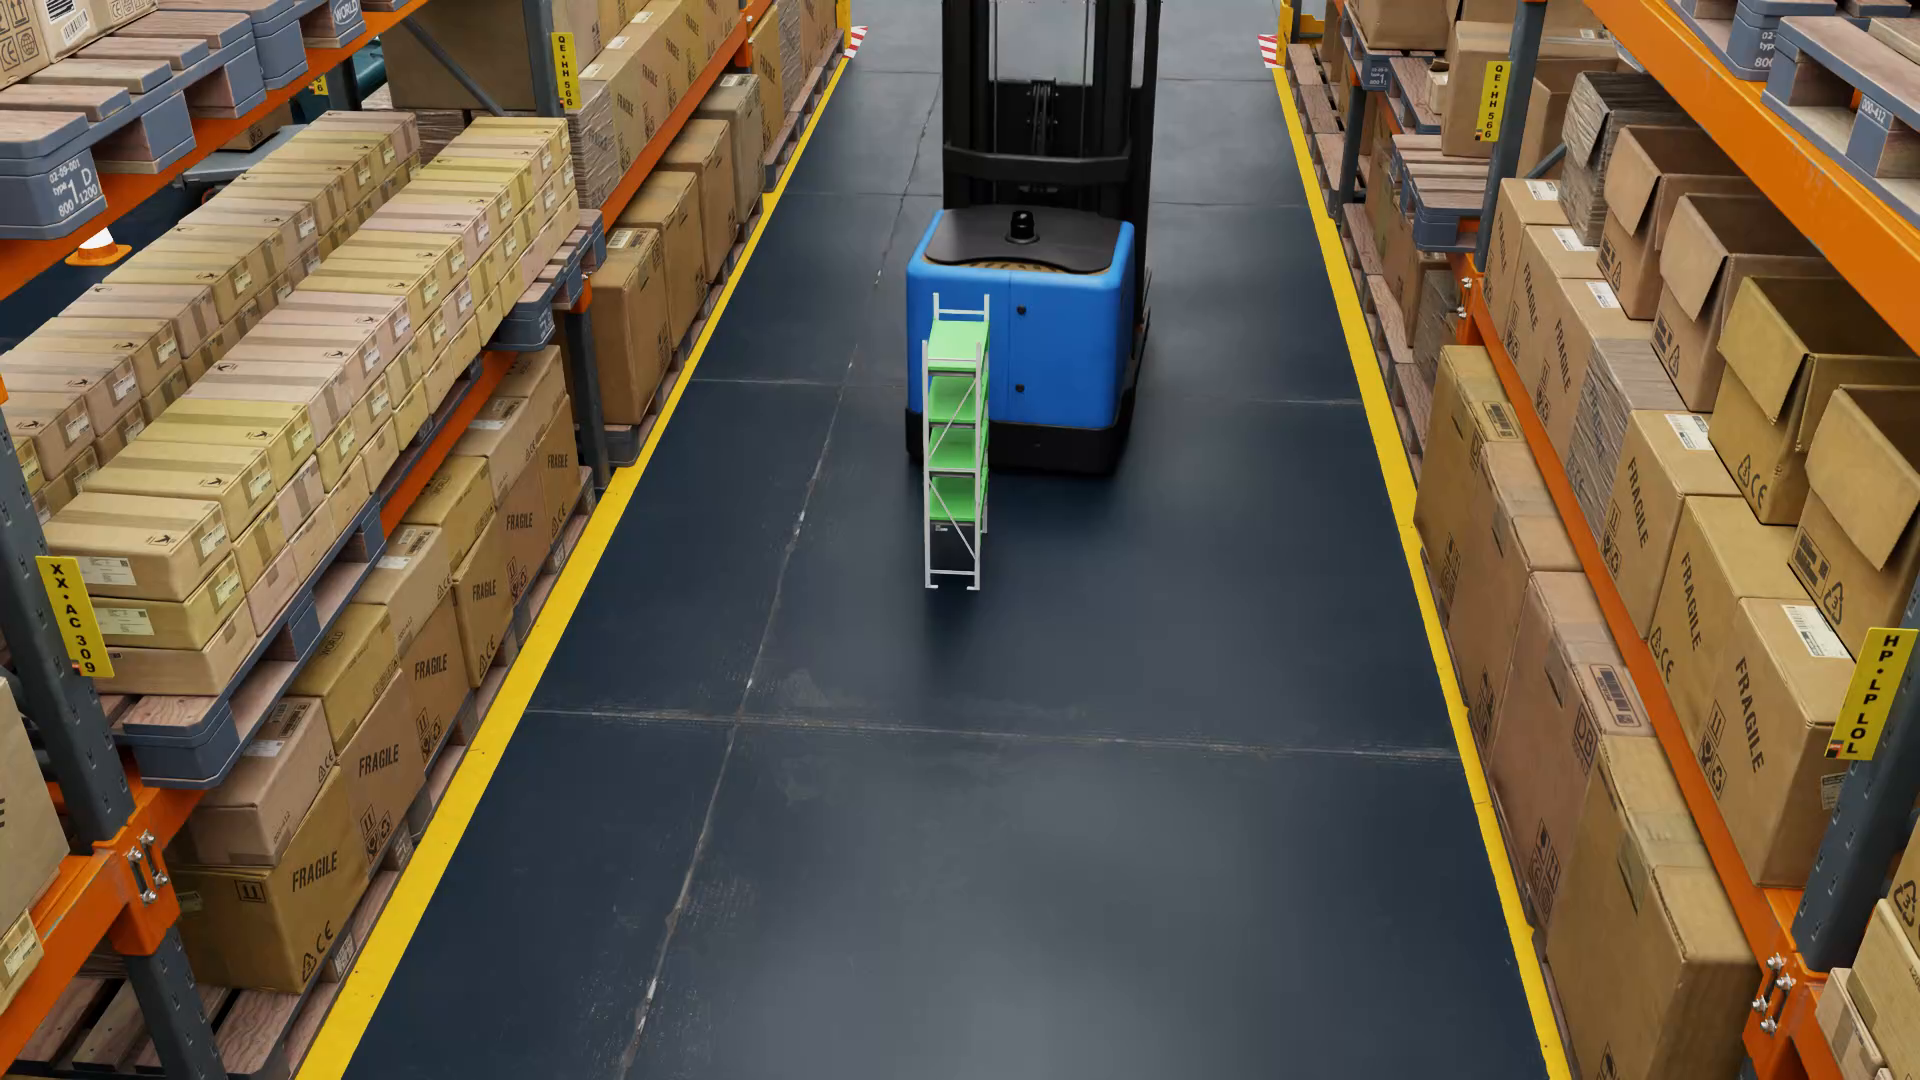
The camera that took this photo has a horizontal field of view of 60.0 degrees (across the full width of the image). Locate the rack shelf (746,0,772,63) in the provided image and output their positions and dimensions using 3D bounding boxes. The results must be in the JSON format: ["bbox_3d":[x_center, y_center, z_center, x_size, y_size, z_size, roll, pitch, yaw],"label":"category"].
[{"bbox_3d":[-1.740,-4.396,12.711,1.077,0.370,4.000,2,32,4],"label":"rack shelf"}]

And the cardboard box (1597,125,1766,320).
[{"bbox_3d":[2.575,-1.048,5.540,0.797,0.503,0.637,3,32,5],"label":"cardboard box"}]

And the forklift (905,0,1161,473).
[{"bbox_3d":[0.496,-2.337,8.748,1.130,2.935,3.031,5,32,9],"label":"forklift"}]

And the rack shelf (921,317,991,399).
[{"bbox_3d":[-0.013,-0.778,7.076,0.258,0.148,0.480,2,32,4],"label":"rack shelf"}]

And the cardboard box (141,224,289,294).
[{"bbox_3d":[-2.565,-0.970,5.736,0.380,0.149,0.250,3,32,5],"label":"cardboard box"}]

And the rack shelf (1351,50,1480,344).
[{"bbox_3d":[2.869,-2.040,8.887,1.077,0.370,4.000,2,32,4],"label":"rack shelf"}]

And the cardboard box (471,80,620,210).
[{"bbox_3d":[-1.923,-1.831,7.767,0.500,0.500,0.500,3,32,5],"label":"cardboard box"}]

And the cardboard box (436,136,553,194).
[{"bbox_3d":[-1.834,-1.483,6.570,0.380,0.149,0.250,2,32,3],"label":"cardboard box"}]

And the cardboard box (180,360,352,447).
[{"bbox_3d":[-2.001,-0.396,4.805,0.380,0.149,0.250,2,32,3],"label":"cardboard box"}]

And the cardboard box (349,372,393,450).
[{"bbox_3d":[-1.984,-0.406,5.106,0.380,0.149,0.250,4,32,6],"label":"cardboard box"}]

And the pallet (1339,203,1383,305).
[{"bbox_3d":[2.970,-1.798,10.466,1.003,0.211,1.213,2,32,4],"label":"pallet"}]

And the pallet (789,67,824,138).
[{"bbox_3d":[-1.666,-3.504,13.234,1.003,0.211,1.213,2,32,4],"label":"pallet"}]

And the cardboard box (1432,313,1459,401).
[{"bbox_3d":[2.741,-0.775,8.112,0.700,0.500,0.500,1,32,1],"label":"cardboard box"}]

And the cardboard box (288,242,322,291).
[{"bbox_3d":[-2.548,-0.976,6.030,0.380,0.149,0.250,3,32,4],"label":"cardboard box"}]

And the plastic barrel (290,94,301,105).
[{"bbox_3d":[-5.178,-3.666,13.295,0.512,0.421,0.421,27,41,37],"label":"plastic barrel"}]

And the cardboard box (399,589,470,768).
[{"bbox_3d":[-2.159,0.485,6.086,0.500,0.500,0.500,3,32,5],"label":"cardboard box"}]

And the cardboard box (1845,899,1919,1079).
[{"bbox_3d":[2.082,0.963,3.188,0.500,0.250,0.500,2,32,3],"label":"cardboard box"}]

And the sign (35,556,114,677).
[{"bbox_3d":[-2.013,0.177,3.779,0.100,0.325,0.005,2,32,4],"label":"sign"}]

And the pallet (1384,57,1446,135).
[{"bbox_3d":[2.827,-2.256,8.734,1.003,0.211,1.213,2,32,4],"label":"pallet"}]

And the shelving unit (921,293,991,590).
[{"bbox_3d":[-0.013,-0.424,7.295,0.258,1.200,0.503,2,32,4],"label":"shelving unit"}]

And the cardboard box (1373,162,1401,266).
[{"bbox_3d":[2.903,-1.947,10.013,0.700,0.500,0.500,2,32,4],"label":"cardboard box"}]

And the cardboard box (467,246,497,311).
[{"bbox_3d":[-1.897,-0.948,5.984,0.380,0.149,0.250,2,32,4],"label":"cardboard box"}]

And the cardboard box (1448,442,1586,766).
[{"bbox_3d":[2.549,0.251,6.109,1.225,0.875,0.875,3,32,4],"label":"cardboard box"}]

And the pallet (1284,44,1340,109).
[{"bbox_3d":[3.250,-3.834,13.769,1.003,0.211,1.213,2,32,4],"label":"pallet"}]

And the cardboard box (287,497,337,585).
[{"bbox_3d":[-2.023,-0.008,4.742,0.380,0.149,0.250,3,32,4],"label":"cardboard box"}]

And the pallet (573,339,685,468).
[{"bbox_3d":[-2.089,-0.787,8.826,1.003,0.211,1.213,2,32,4],"label":"pallet"}]

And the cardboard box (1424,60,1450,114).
[{"bbox_3d":[2.573,-2.306,8.360,0.396,0.266,0.258,2,32,3],"label":"cardboard box"}]

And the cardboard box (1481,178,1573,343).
[{"bbox_3d":[2.396,-1.101,6.581,0.500,0.500,0.500,3,32,5],"label":"cardboard box"}]

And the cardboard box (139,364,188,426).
[{"bbox_3d":[-2.635,-0.435,5.153,0.380,0.149,0.250,1,32,1],"label":"cardboard box"}]

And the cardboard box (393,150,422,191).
[{"bbox_3d":[-2.468,-1.520,6.912,0.380,0.149,0.250,4,32,6],"label":"cardboard box"}]

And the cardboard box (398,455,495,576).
[{"bbox_3d":[-2.110,-0.101,6.322,0.500,0.250,0.500,3,32,5],"label":"cardboard box"}]

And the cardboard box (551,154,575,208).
[{"bbox_3d":[-1.815,-1.486,6.858,0.380,0.149,0.250,3,32,5],"label":"cardboard box"}]

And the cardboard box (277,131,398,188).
[{"bbox_3d":[-2.479,-1.516,6.624,0.380,0.149,0.250,2,32,3],"label":"cardboard box"}]

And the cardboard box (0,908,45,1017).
[{"bbox_3d":[-2.257,0.932,3.618,0.380,0.149,0.250,2,32,3],"label":"cardboard box"}]

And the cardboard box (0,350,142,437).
[{"bbox_3d":[-2.651,-0.430,4.861,0.380,0.149,0.250,2,32,4],"label":"cardboard box"}]

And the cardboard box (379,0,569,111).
[{"bbox_3d":[-2.182,-2.268,7.522,0.700,0.500,0.500,2,32,4],"label":"cardboard box"}]

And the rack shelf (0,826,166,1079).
[{"bbox_3d":[-2.717,1.878,2.529,1.077,0.370,4.000,2,32,4],"label":"rack shelf"}]

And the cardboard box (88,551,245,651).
[{"bbox_3d":[-2.064,0.142,4.217,0.380,0.149,0.250,3,32,5],"label":"cardboard box"}]

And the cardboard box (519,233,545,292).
[{"bbox_3d":[-1.853,-1.095,6.507,0.380,0.149,0.250,3,32,5],"label":"cardboard box"}]

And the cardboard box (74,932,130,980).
[{"bbox_3d":[-2.745,1.014,5.228,0.500,0.500,0.500,2,32,3],"label":"cardboard box"}]

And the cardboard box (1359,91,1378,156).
[{"bbox_3d":[3.144,-3.014,11.764,0.500,0.500,0.500,13,34,19],"label":"cardboard box"}]

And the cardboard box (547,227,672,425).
[{"bbox_3d":[-2.089,-1.101,8.421,1.050,0.750,0.750,2,32,3],"label":"cardboard box"}]

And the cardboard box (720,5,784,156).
[{"bbox_3d":[-1.782,-3.257,11.801,0.875,0.875,0.875,3,32,5],"label":"cardboard box"}]

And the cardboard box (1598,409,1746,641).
[{"bbox_3d":[2.230,-0.040,4.860,0.500,0.500,0.500,2,32,3],"label":"cardboard box"}]

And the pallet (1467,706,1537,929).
[{"bbox_3d":[2.465,0.932,6.037,1.003,0.211,1.213,2,32,4],"label":"pallet"}]

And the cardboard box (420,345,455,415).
[{"bbox_3d":[-1.939,-0.546,5.617,0.380,0.149,0.250,1,32,2],"label":"cardboard box"}]

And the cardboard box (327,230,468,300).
[{"bbox_3d":[-1.919,-0.938,5.686,0.380,0.149,0.250,4,32,6],"label":"cardboard box"}]

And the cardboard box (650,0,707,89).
[{"bbox_3d":[-1.761,-2.887,9.480,0.500,0.500,0.500,3,32,5],"label":"cardboard box"}]

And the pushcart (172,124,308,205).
[{"bbox_3d":[-4.568,-2.628,11.654,1.648,0.377,0.936,-8,33,-13],"label":"pushcart"}]

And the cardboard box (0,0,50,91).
[{"bbox_3d":[-2.414,-1.165,3.427,0.700,0.500,0.500,3,32,4],"label":"cardboard box"}]

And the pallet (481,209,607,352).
[{"bbox_3d":[-2.180,-1.106,6.869,1.213,0.211,1.003,2,32,4],"label":"pallet"}]

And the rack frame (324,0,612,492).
[{"bbox_3d":[-2.229,-1.565,7.431,1.000,3.000,0.127,2,32,4],"label":"rack frame"}]
